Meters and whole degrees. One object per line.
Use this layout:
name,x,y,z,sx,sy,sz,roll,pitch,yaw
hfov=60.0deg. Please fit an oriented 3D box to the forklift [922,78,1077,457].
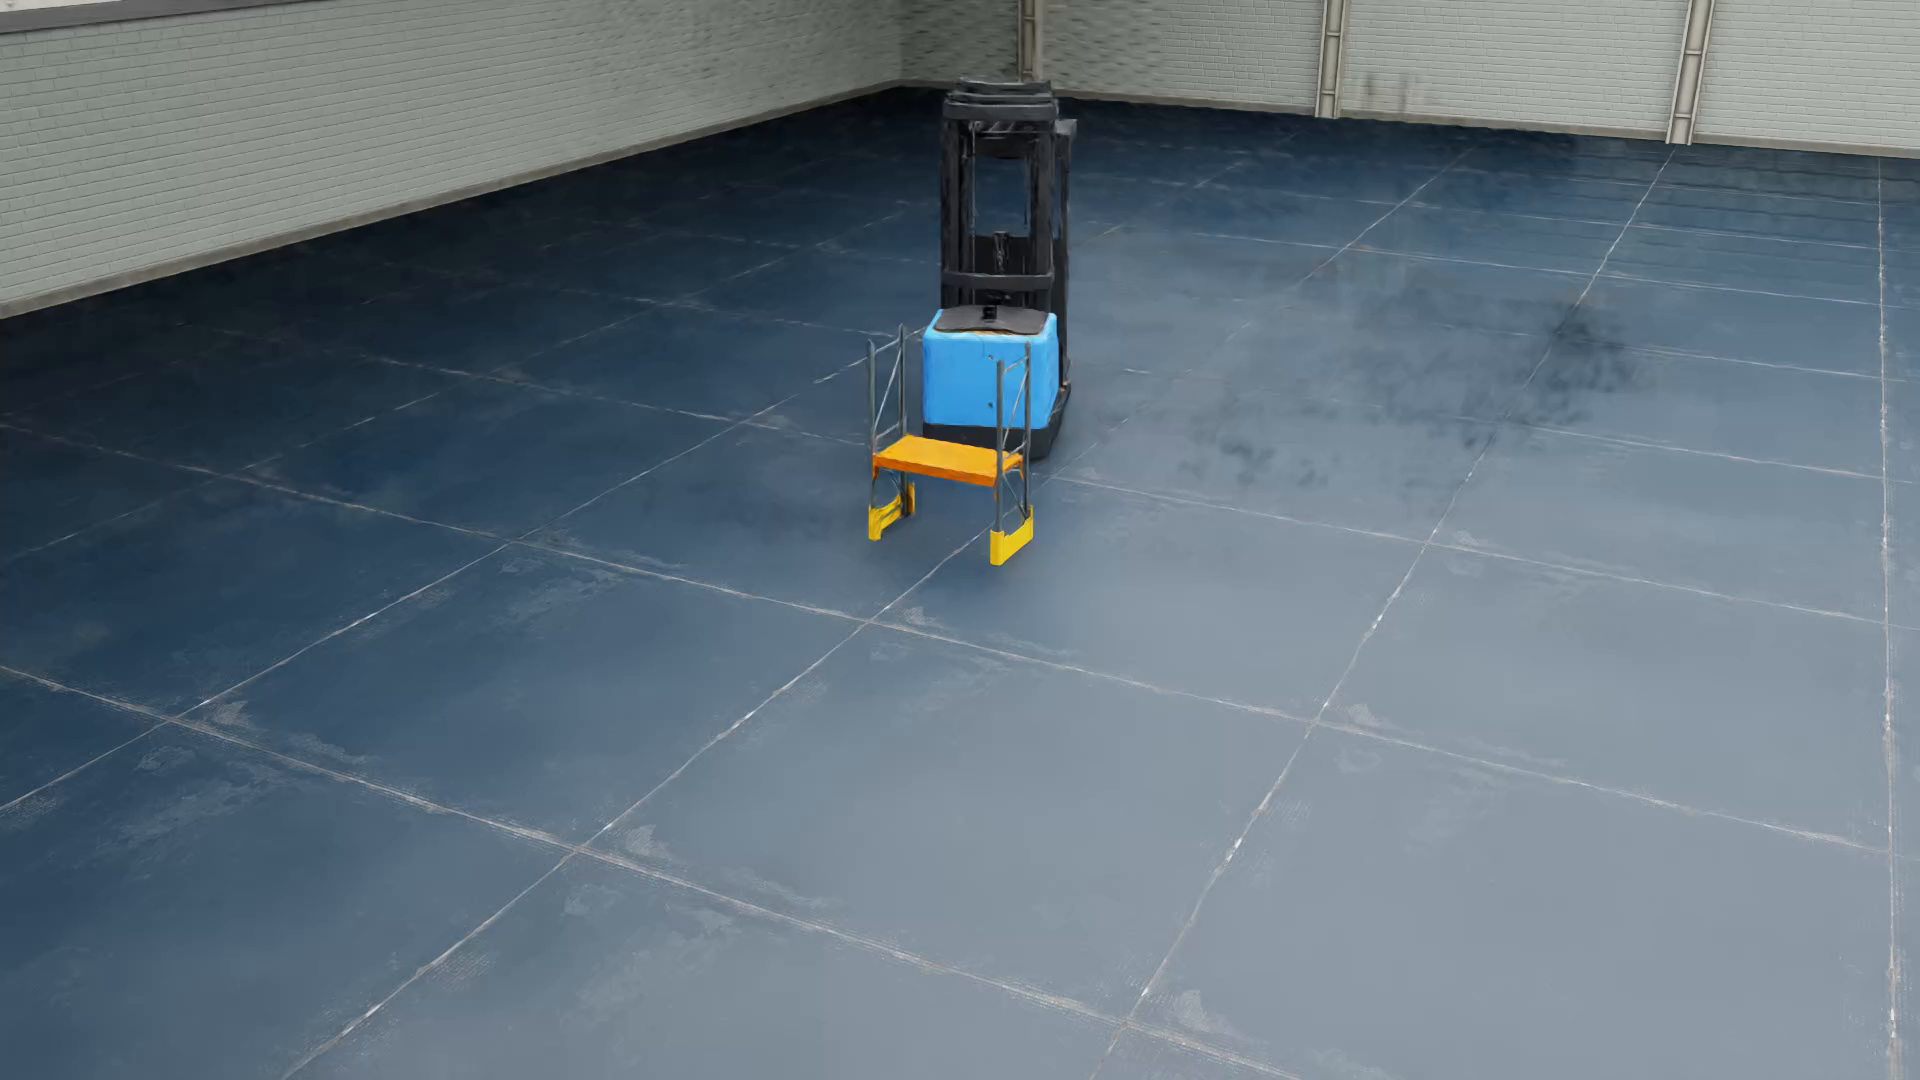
forklift,0.420,-2.576,14.562,1.130,2.935,3.031,3,23,8

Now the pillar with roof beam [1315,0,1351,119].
pillar with roof beam,4.785,-10.374,25.145,0.400,9.000,9.100,11,25,25

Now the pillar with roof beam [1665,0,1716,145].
pillar with roof beam,10.140,-9.314,22.654,0.400,9.000,9.100,11,25,25

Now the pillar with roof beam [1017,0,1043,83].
pillar with roof beam,-0.569,-11.433,27.636,0.400,9.000,9.100,11,25,25

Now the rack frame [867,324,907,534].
rack frame,-0.530,-0.795,12.203,0.032,1.500,0.500,11,25,25

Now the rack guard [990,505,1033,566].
rack guard,0.376,-0.041,12.026,0.087,0.250,0.587,11,25,25

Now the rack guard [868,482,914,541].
rack guard,-0.512,-0.216,12.440,0.087,0.250,0.587,11,25,25

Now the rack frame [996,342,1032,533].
rack frame,0.378,-0.615,11.781,0.032,1.500,0.500,11,25,25

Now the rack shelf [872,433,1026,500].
rack shelf,-0.076,-0.540,12.062,1.000,0.185,0.538,11,25,25

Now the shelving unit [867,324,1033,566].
shelving unit,-0.068,-0.704,11.988,1.083,1.500,0.587,11,25,25
